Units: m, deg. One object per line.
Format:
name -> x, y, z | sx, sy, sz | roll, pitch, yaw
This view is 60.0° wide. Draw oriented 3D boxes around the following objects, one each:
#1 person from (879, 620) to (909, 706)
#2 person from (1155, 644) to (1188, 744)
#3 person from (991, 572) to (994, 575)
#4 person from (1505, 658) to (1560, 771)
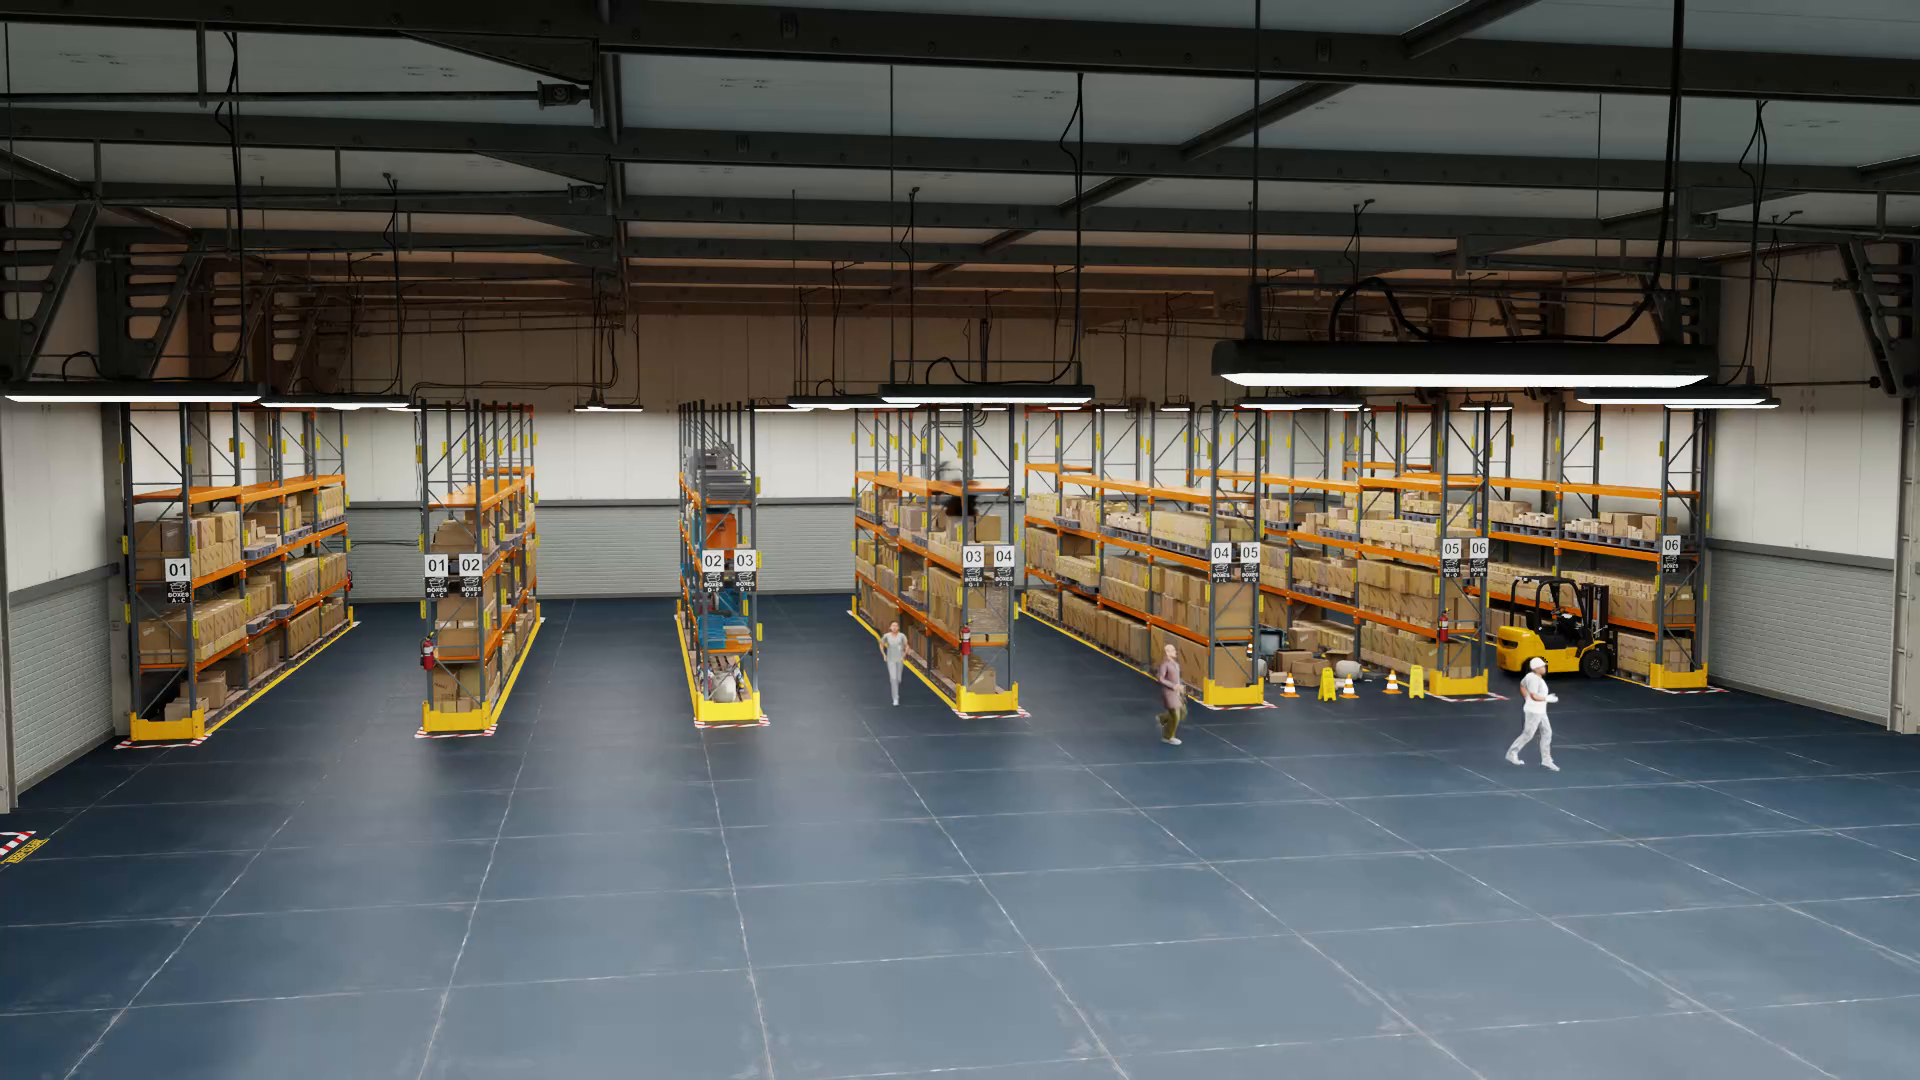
person -> -1.307, 2.411, 33.081 | 0.579, 1.667, 0.850 | -1, 4, -11
person -> 3.660, 2.680, 28.960 | 0.637, 1.735, 0.711 | 3, 5, 31
person -> 0.996, 1.214, 49.418 | 0.490, 1.560, 0.676 | -2, 5, -29
person -> 9.248, 2.809, 26.821 | 0.841, 1.829, 0.662 | 2, 5, 27
